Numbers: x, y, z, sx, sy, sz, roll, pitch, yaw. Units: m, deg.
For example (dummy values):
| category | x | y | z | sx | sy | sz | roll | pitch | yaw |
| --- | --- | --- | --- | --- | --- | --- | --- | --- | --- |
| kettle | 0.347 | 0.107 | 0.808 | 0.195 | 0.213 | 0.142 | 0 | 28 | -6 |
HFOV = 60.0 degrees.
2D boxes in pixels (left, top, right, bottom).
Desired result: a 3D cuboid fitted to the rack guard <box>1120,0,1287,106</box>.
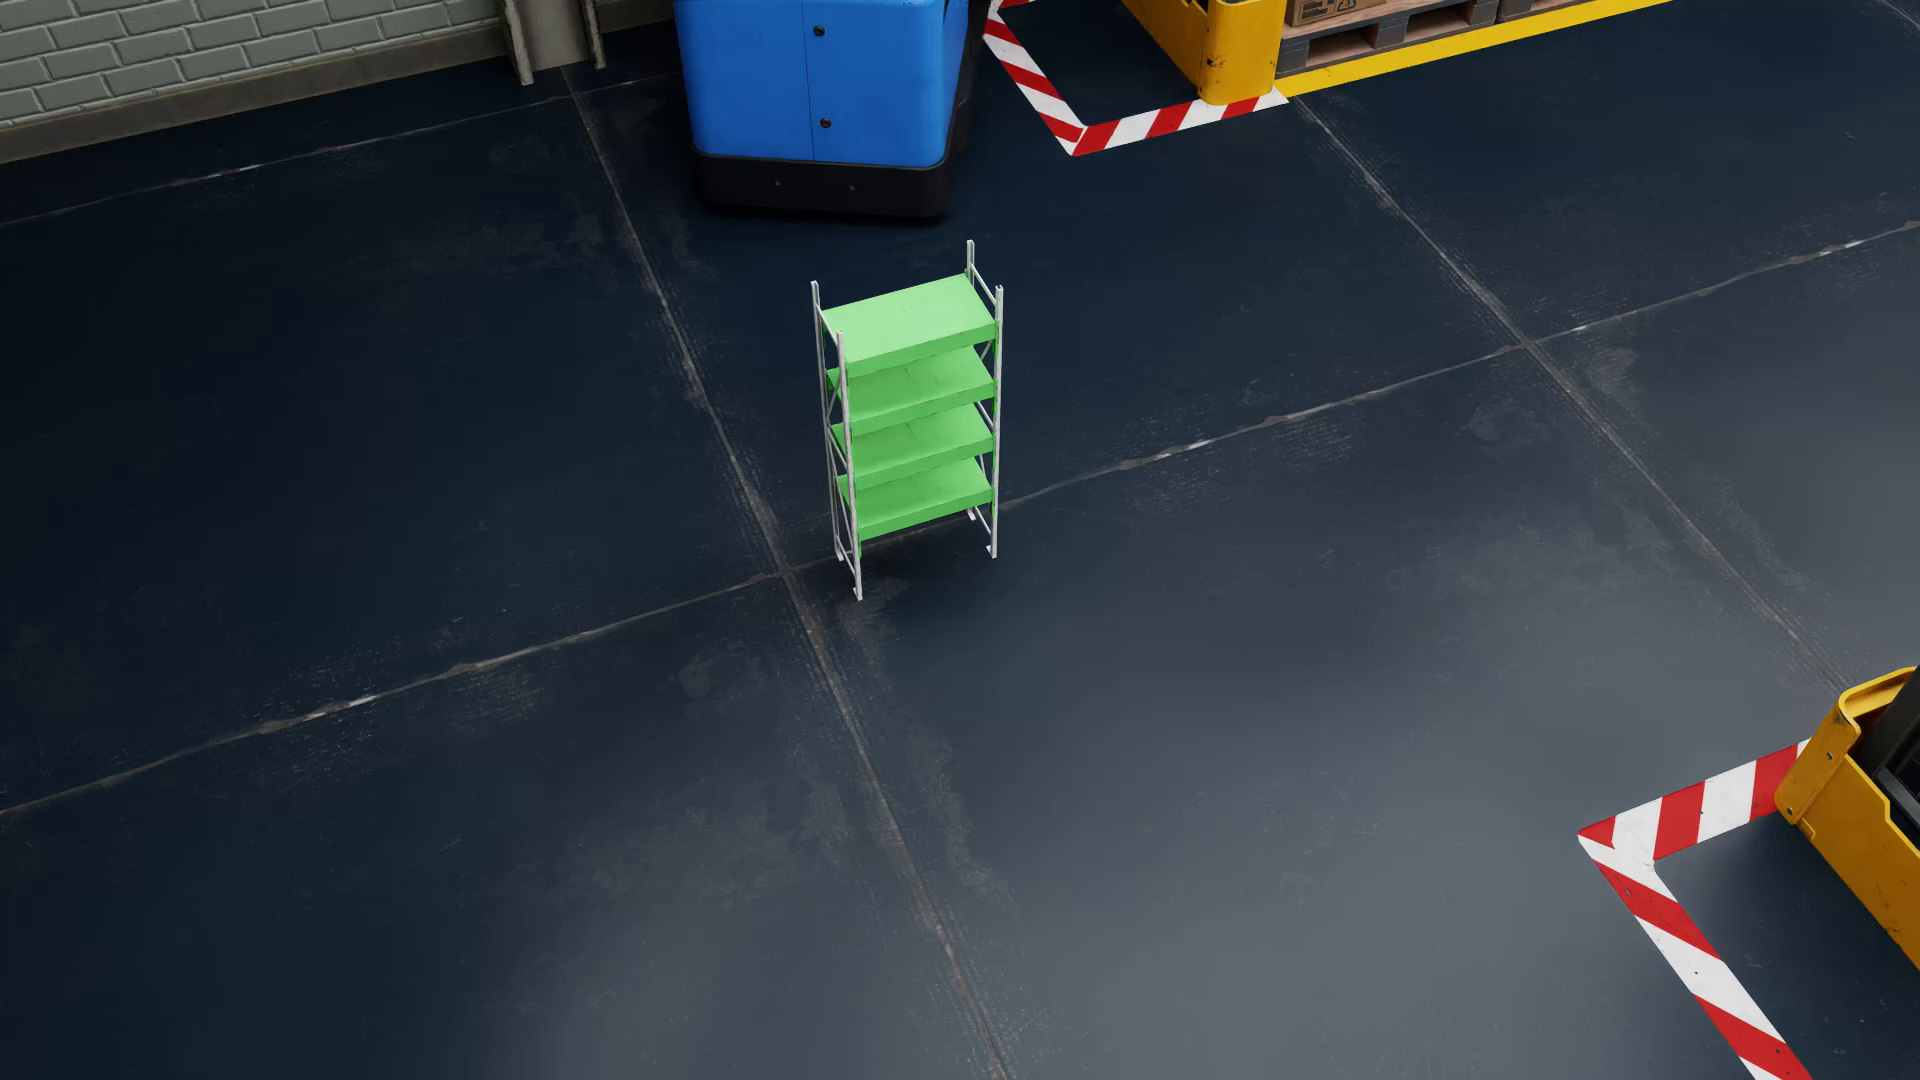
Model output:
| category | x | y | z | sx | sy | sz | roll | pitch | yaw |
| --- | --- | --- | --- | --- | --- | --- | --- | --- | --- |
| rack guard | 1.052 | -2.543 | 7.604 | 0.348 | 0.500 | 1.175 | -17 | 52 | -14 |

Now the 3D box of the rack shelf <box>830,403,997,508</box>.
| category | x | y | z | sx | sy | sz | roll | pitch | yaw |
| --- | --- | --- | --- | --- | --- | --- | --- | --- | --- |
| rack shelf | -0.153 | -0.302 | 5.302 | 0.480 | 0.148 | 0.258 | -17 | 52 | -14 |

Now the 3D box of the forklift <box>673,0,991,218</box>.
| category | x | y | z | sx | sy | sz | roll | pitch | yaw |
| --- | --- | --- | --- | --- | --- | --- | --- | --- | --- |
| forklift | -0.423 | -3.398 | 6.736 | 1.130 | 2.935 | 3.031 | 5 | 50 | 4 |

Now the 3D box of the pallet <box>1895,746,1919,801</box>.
| category | x | y | z | sx | sy | sz | roll | pitch | yaw |
| --- | --- | --- | --- | --- | --- | --- | --- | --- | --- |
| pallet | 3.572 | 0.774 | 4.946 | 1.213 | 0.211 | 1.003 | -17 | 52 | -14 |

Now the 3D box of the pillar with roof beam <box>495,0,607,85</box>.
| category | x | y | z | sx | sy | sz | roll | pitch | yaw |
| --- | --- | --- | --- | --- | --- | --- | --- | --- | --- |
| pillar with roof beam | -0.228 | -2.126 | 1.644 | 0.400 | 9.000 | 9.100 | -17 | 52 | -14 |

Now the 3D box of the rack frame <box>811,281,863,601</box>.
| category | x | y | z | sx | sy | sz | roll | pitch | yaw |
| --- | --- | --- | --- | --- | --- | --- | --- | --- | --- |
| rack frame | -0.379 | -0.273 | 5.194 | 0.015 | 1.200 | 0.240 | -17 | 52 | -14 |

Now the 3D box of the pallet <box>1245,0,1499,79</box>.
| category | x | y | z | sx | sy | sz | roll | pitch | yaw |
| --- | --- | --- | --- | --- | --- | --- | --- | --- | --- |
| pallet | 1.789 | -2.678 | 7.911 | 1.213 | 0.211 | 1.003 | -17 | 52 | -14 |

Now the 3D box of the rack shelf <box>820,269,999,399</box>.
| category | x | y | z | sx | sy | sz | roll | pitch | yaw |
| --- | --- | --- | --- | --- | --- | --- | --- | --- | --- |
| rack shelf | -0.153 | -0.614 | 4.938 | 0.480 | 0.148 | 0.258 | -17 | 52 | -14 |

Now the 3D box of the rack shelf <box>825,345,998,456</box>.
| category | x | y | z | sx | sy | sz | roll | pitch | yaw |
| --- | --- | --- | --- | --- | --- | --- | --- | --- | --- |
| rack shelf | -0.153 | -0.458 | 5.120 | 0.480 | 0.148 | 0.258 | -17 | 52 | -14 |

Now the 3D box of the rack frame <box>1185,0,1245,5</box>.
| category | x | y | z | sx | sy | sz | roll | pitch | yaw |
| --- | --- | --- | --- | --- | --- | --- | --- | --- | --- |
| rack frame | 0.981 | -3.335 | 6.637 | 0.127 | 3.000 | 1.000 | -17 | 52 | -14 |

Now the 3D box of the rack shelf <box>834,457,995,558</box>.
| category | x | y | z | sx | sy | sz | roll | pitch | yaw |
| --- | --- | --- | --- | --- | --- | --- | --- | --- | --- |
| rack shelf | -0.153 | -0.145 | 5.485 | 0.480 | 0.148 | 0.258 | -17 | 52 | -14 |

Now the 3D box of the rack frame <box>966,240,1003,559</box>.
| category | x | y | z | sx | sy | sz | roll | pitch | yaw |
| --- | --- | --- | --- | --- | --- | --- | --- | --- | --- |
| rack frame | 0.073 | -0.413 | 5.314 | 0.015 | 1.200 | 0.240 | -17 | 52 | -14 |

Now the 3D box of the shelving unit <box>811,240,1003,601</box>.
| category | x | y | z | sx | sy | sz | roll | pitch | yaw |
| --- | --- | --- | --- | --- | --- | --- | --- | --- | --- |
| shelving unit | -0.153 | -0.343 | 5.254 | 0.503 | 1.200 | 0.258 | -17 | 52 | -14 |

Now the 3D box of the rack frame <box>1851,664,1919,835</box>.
| category | x | y | z | sx | sy | sz | roll | pitch | yaw |
| --- | --- | --- | --- | --- | --- | --- | --- | --- | --- |
| rack frame | 2.861 | 0.150 | 3.644 | 0.127 | 3.000 | 1.000 | -17 | 52 | -14 |

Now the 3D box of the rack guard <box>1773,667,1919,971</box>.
| category | x | y | z | sx | sy | sz | roll | pitch | yaw |
| --- | --- | --- | --- | --- | --- | --- | --- | --- | --- |
| rack guard | 2.839 | 0.971 | 4.586 | 0.348 | 0.500 | 1.175 | -17 | 52 | -14 |

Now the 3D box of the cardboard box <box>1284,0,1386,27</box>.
| category | x | y | z | sx | sy | sz | roll | pitch | yaw |
| --- | --- | --- | --- | --- | --- | --- | --- | --- | --- |
| cardboard box | 1.583 | -2.768 | 7.518 | 0.637 | 0.503 | 0.797 | -19 | 52 | -16 |

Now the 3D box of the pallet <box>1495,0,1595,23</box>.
| category | x | y | z | sx | sy | sz | roll | pitch | yaw |
| --- | --- | --- | --- | --- | --- | --- | --- | --- | --- |
| pallet | 2.917 | -3.025 | 8.209 | 1.213 | 0.211 | 1.003 | -17 | 52 | -14 |
